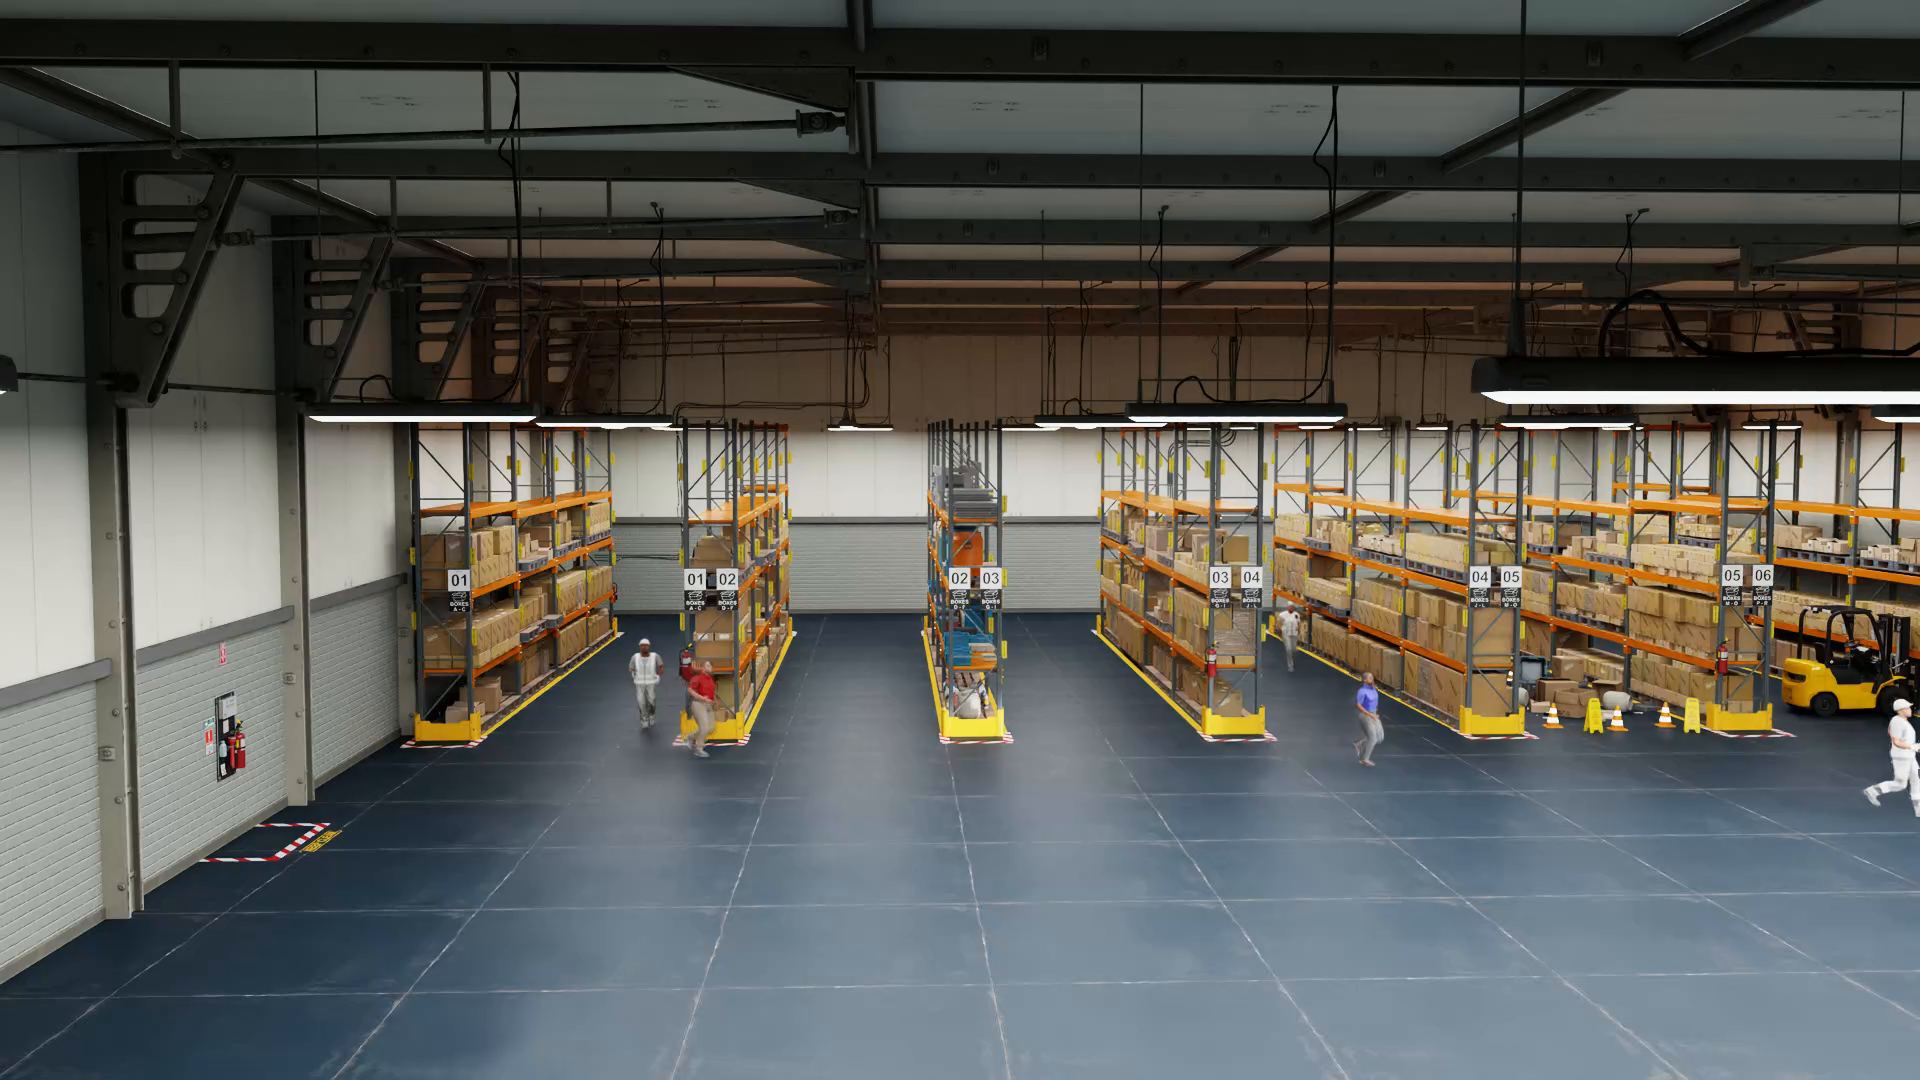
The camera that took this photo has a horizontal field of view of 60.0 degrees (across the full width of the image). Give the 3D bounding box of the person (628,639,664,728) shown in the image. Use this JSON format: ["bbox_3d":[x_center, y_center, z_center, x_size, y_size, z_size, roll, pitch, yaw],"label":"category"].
[{"bbox_3d":[-6.077,2.785,32.134,0.669,1.737,0.589,0,4,-5],"label":"person"}]

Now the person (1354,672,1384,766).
[{"bbox_3d":[7.053,3.083,28.747,0.513,1.621,0.581,3,5,41],"label":"person"}]

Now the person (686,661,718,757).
[{"bbox_3d":[-4.601,2.995,29.724,0.655,1.674,0.695,2,4,29],"label":"person"}]

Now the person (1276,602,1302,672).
[{"bbox_3d":[8.000,2.321,40.341,0.611,1.672,0.755,0,4,-6],"label":"person"}]

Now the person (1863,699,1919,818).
[{"bbox_3d":[14.057,3.246,24.798,0.993,1.760,0.672,3,5,38],"label":"person"}]
